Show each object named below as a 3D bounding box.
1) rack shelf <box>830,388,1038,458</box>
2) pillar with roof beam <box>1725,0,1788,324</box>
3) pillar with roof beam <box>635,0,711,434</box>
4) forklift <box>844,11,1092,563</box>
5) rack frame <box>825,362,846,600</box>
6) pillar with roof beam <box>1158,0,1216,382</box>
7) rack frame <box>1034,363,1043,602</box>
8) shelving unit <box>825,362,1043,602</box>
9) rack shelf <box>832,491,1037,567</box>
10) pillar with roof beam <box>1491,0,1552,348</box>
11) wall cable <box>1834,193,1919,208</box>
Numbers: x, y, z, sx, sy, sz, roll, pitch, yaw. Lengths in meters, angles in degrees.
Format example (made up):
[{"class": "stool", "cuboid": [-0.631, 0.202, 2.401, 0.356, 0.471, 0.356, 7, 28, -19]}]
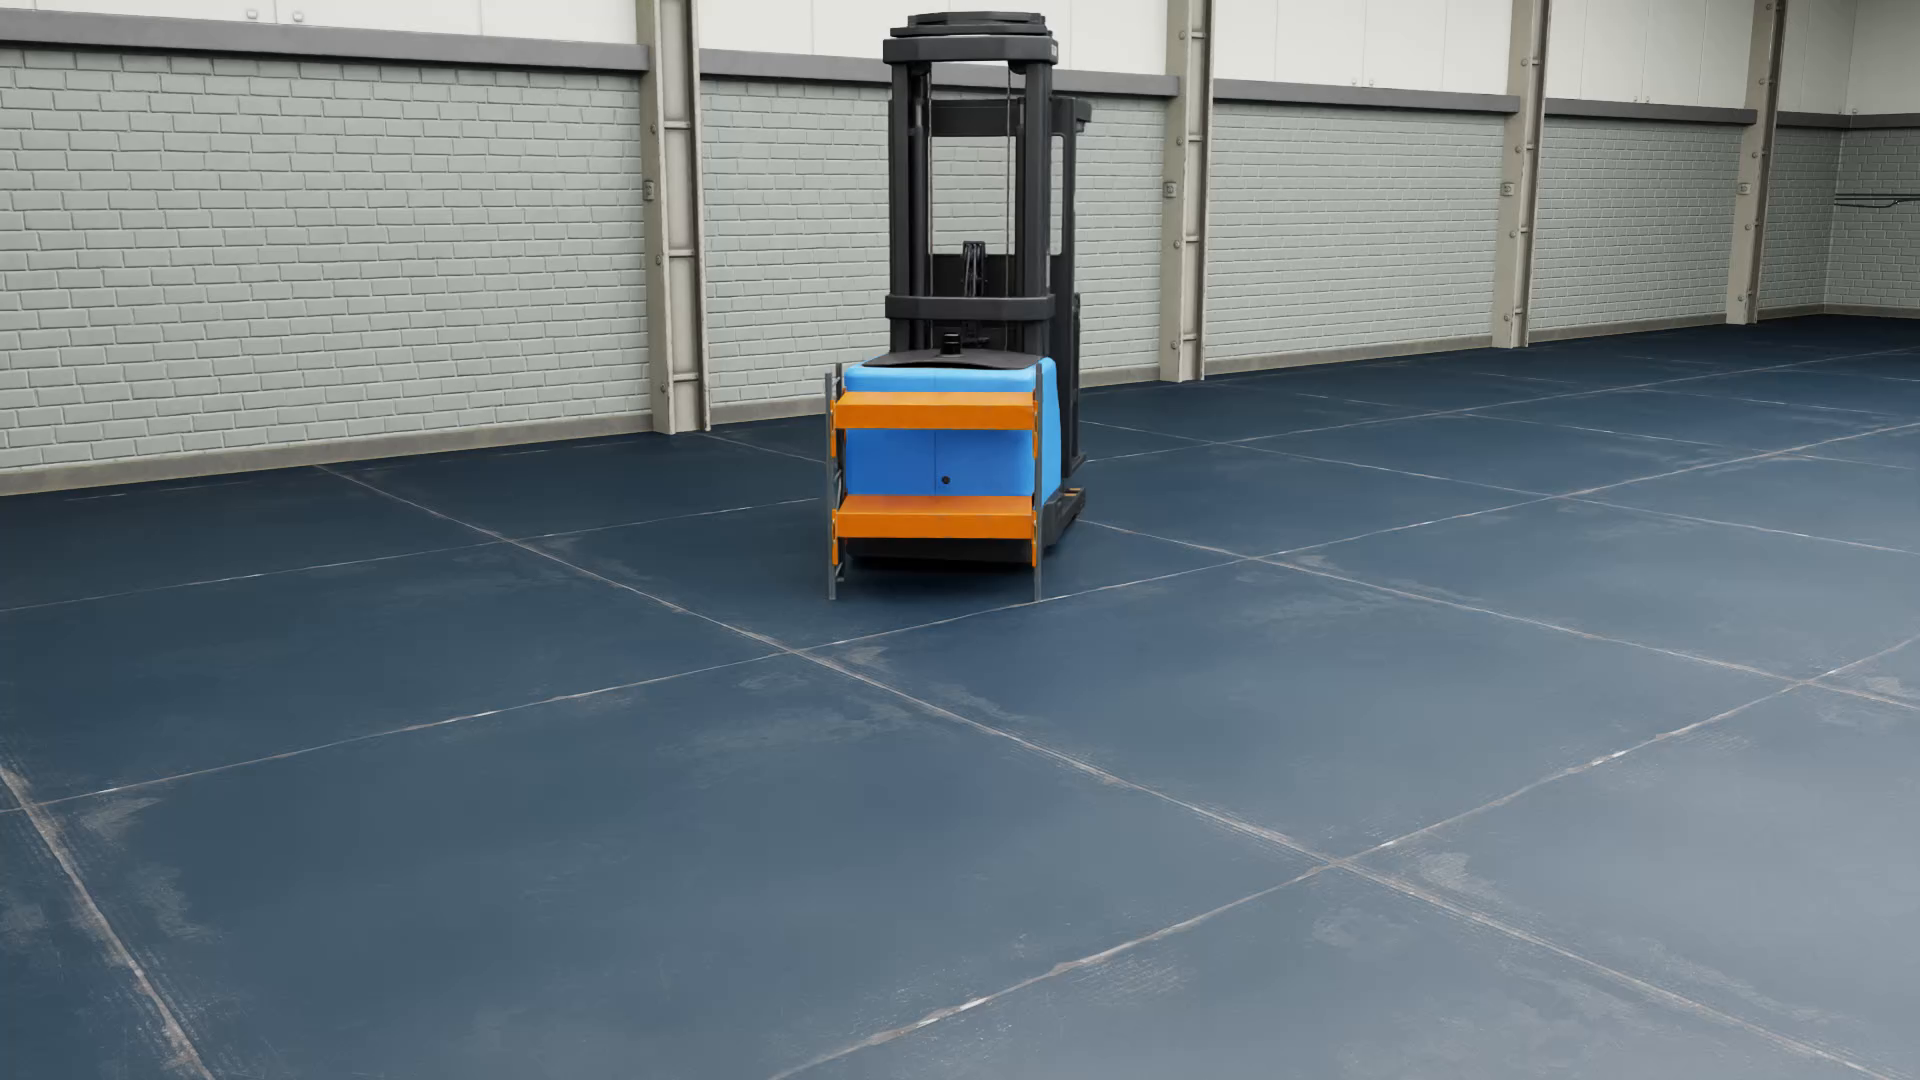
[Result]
[{"class": "rack shelf", "cuboid": [-0.117, -0.587, 8.276, 1.000, 0.278, 0.538, 0, 12, 2]}, {"class": "pillar with roof beam", "cuboid": [14.405, -6.961, 20.747, 0.400, 9.000, 9.100, -9, 15, -38]}, {"class": "pillar with roof beam", "cuboid": [0.349, -4.626, 9.747, 0.400, 9.000, 9.100, -9, 15, -38]}, {"class": "forklift", "cuboid": [0.178, -1.568, 9.957, 1.130, 2.935, 3.031, 2, 12, 12]}, {"class": "rack frame", "cuboid": [-0.625, -0.305, 8.356, 0.032, 1.125, 0.500, 0, 12, 2]}, {"class": "pillar with roof beam", "cuboid": [5.034, -5.404, 13.414, 0.400, 9.000, 9.100, -9, 15, -38]}, {"class": "rack frame", "cuboid": [0.391, -0.297, 8.318, 0.032, 1.125, 0.500, 0, 12, 2]}, {"class": "shelving unit", "cuboid": [-0.117, -0.301, 8.337, 1.048, 1.125, 0.538, 0, 12, 2]}, {"class": "rack shelf", "cuboid": [-0.117, -0.062, 8.388, 1.000, 0.278, 0.538, 0, 12, 2]}, {"class": "pillar with roof beam", "cuboid": [9.719, -6.183, 17.080, 0.400, 9.000, 9.100, -9, 15, -38]}, {"class": "wall cable", "cuboid": [14.842, -6.308, 25.148, 0.112, 2.526, 3.097, -9, 15, -38]}]
